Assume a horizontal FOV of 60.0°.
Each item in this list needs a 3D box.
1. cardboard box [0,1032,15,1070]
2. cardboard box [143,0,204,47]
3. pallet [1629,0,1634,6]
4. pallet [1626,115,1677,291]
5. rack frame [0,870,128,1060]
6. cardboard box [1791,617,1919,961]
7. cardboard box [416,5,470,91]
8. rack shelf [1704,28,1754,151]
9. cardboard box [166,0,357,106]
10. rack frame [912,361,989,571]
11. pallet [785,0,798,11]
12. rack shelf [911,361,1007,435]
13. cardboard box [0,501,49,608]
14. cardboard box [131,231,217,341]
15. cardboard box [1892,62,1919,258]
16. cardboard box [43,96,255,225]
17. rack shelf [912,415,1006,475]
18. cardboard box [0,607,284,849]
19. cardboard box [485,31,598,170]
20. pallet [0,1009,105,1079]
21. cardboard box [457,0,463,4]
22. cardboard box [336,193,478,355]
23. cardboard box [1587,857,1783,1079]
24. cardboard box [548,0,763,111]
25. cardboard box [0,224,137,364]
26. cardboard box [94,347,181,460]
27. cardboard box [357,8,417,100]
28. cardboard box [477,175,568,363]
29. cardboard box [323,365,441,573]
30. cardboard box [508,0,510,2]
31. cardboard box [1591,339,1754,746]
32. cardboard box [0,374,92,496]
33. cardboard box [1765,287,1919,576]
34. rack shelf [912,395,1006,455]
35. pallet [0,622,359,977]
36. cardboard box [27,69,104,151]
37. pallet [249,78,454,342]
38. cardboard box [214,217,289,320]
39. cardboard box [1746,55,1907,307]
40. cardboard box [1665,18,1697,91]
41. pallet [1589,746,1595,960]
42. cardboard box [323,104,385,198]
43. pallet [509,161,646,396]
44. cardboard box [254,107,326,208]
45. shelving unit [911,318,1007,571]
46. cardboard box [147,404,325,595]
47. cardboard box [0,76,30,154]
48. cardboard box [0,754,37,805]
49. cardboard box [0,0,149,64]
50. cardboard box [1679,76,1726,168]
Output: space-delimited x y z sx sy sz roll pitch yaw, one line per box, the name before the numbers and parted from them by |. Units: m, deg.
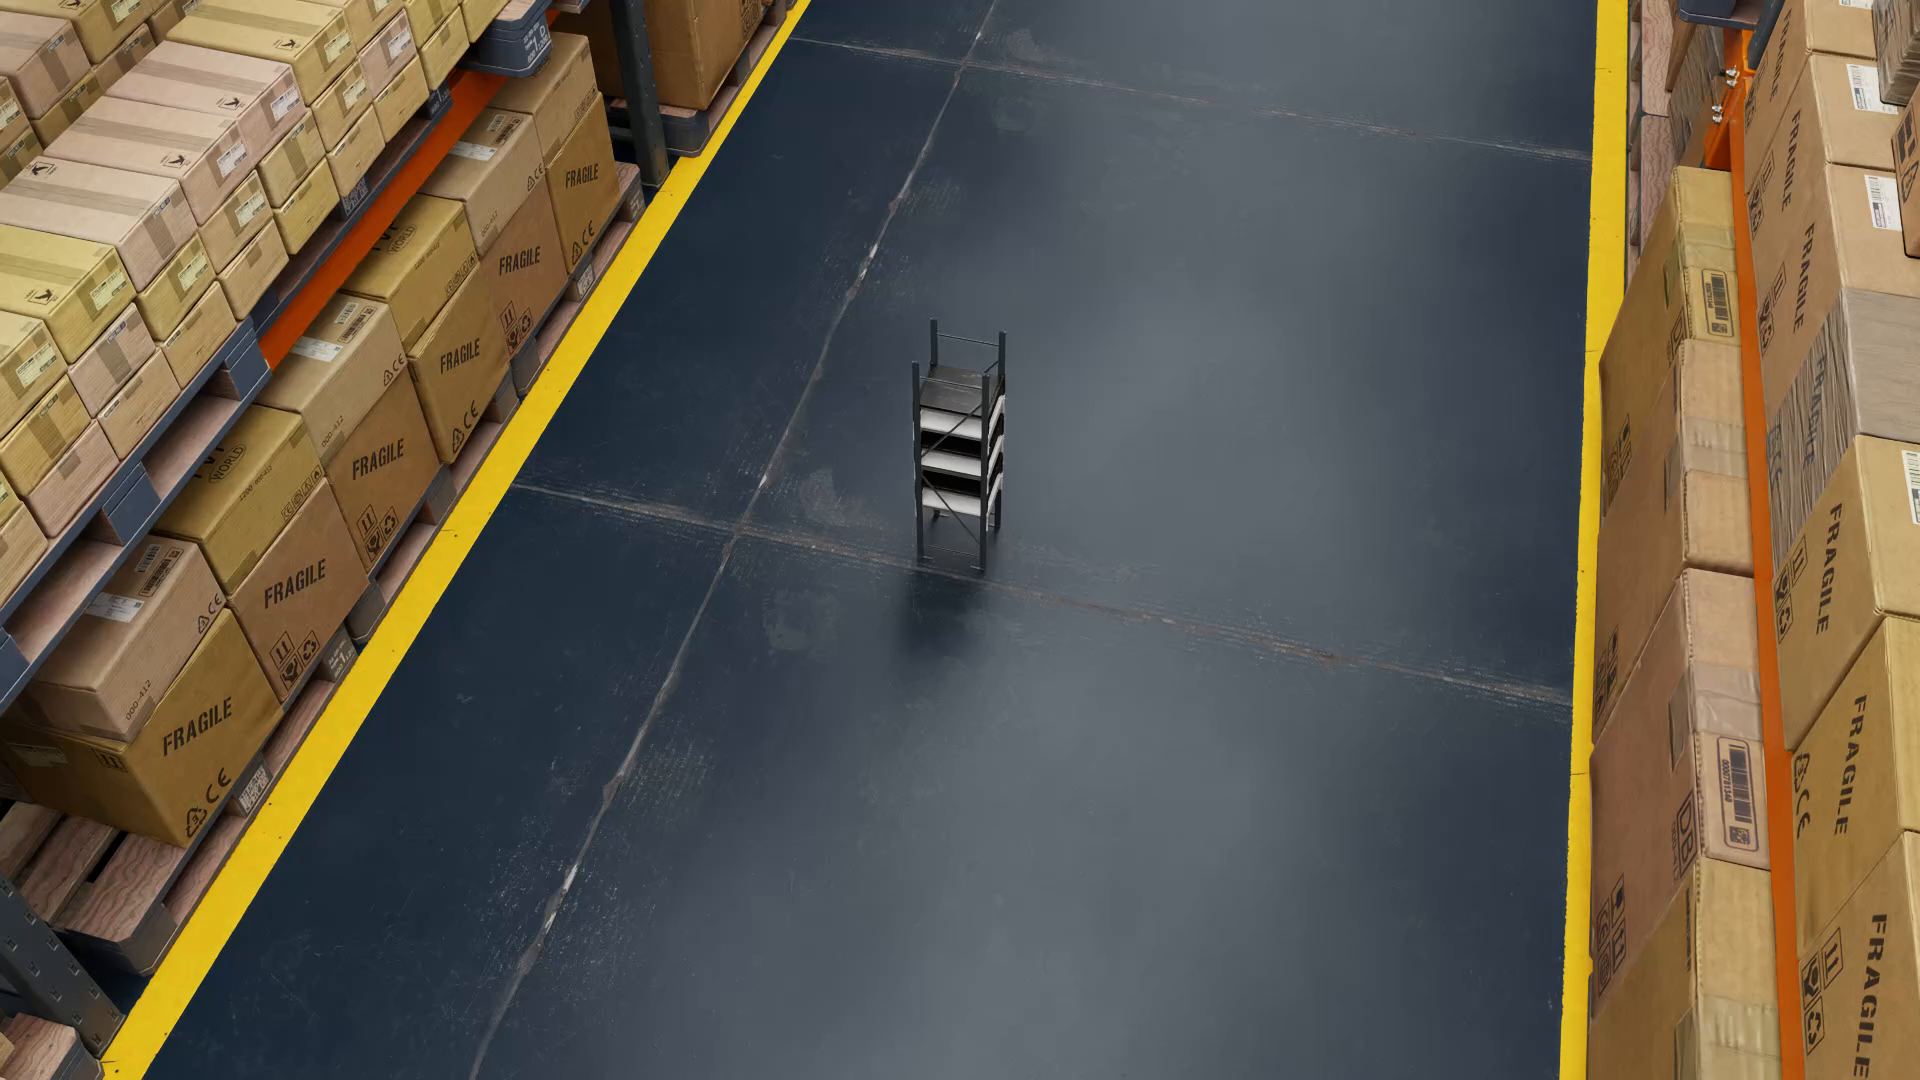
cardboard box | -2.570 1.269 4.053 0.380 0.149 0.250 12 50 11
cardboard box | -2.400 -1.534 4.792 0.380 0.149 0.250 11 50 10
pallet | 3.867 -2.976 8.236 1.003 0.211 1.213 12 50 10
pallet | 3.224 -1.211 6.678 1.003 0.211 1.213 12 50 10
rack frame | -2.794 0.272 3.509 1.000 3.000 0.127 12 50 10
cardboard box | 1.961 0.542 3.204 0.500 0.500 0.500 13 50 11
cardboard box | -1.700 -1.489 4.951 0.380 0.149 0.250 10 49 8
rack shelf | 3.544 -2.778 6.681 1.077 0.370 4.000 12 50 10
cardboard box | -1.840 -1.306 4.393 0.380 0.149 0.250 13 50 11
rack frame | -0.029 -0.218 5.343 0.240 0.900 0.006 12 50 10
pallet | -1.138 -3.133 8.375 1.003 0.211 1.213 12 50 10
rack shelf | -0.002 -0.449 5.230 0.258 0.077 0.200 12 50 10
cardboard box | -2.247 0.022 3.617 0.380 0.149 0.250 9 49 8
cardboard box | -2.045 -0.639 4.002 0.380 0.149 0.250 10 49 8
cardboard box | 2.635 -0.938 3.841 0.797 0.503 0.637 13 50 11
cardboard box | -1.974 -0.928 4.059 0.380 0.149 0.250 11 50 10
rack shelf | -0.002 -0.329 5.365 0.258 0.077 0.200 12 50 10
cardboard box | -2.344 0.478 4.714 0.500 0.500 0.500 13 50 11
cardboard box | -1.668 -1.635 6.079 0.500 0.250 0.500 11 49 9
pallet | -2.937 1.688 4.120 1.003 0.211 1.213 12 50 10
cardboard box | -1.634 -1.763 4.994 0.380 0.149 0.250 12 50 10
cardboard box | -1.940 -0.903 5.433 0.500 0.250 0.500 13 50 11
cardboard box | 2.114 1.421 3.632 1.225 0.875 0.875 12 50 10
cardboard box | -1.494 -2.438 7.122 1.050 0.750 0.750 11 49 10
cardboard box | -2.109 -0.562 3.736 0.380 0.149 0.250 12 50 10
cardboard box | -2.110 -0.360 3.954 0.380 0.149 0.250 12 50 10
cardboard box | -1.769 -1.395 4.669 0.380 0.149 0.250 13 50 11
cardboard box | -1.803 -1.031 6.046 0.500 0.500 0.500 13 50 12
cardboard box | -2.081 -0.286 5.389 0.500 0.500 0.500 12 50 11
cardboard box | -1.562 -1.864 5.282 0.380 0.149 0.250 12 50 11
cardboard box | 2.573 0.133 4.769 1.225 0.875 0.875 12 50 10
cardboard box | -2.180 -0.264 3.672 0.380 0.149 0.250 11 49 9
cardboard box | 2.228 -0.198 3.858 0.500 0.500 0.500 12 50 10
rack shelf | -0.002 -0.389 5.297 0.258 0.077 0.200 12 50 10
pallet | -2.591 0.631 5.052 1.003 0.211 1.213 12 50 10
cardboard box | -2.536 -1.163 4.465 0.380 0.149 0.250 12 50 10
pallet | -2.223 -1.118 4.864 1.003 0.211 1.213 12 50 10
cardboard box | -1.976 -0.725 4.277 0.380 0.149 0.250 10 49 8
cardboard box | 2.493 -0.931 4.504 0.500 0.500 0.500 10 49 9
cardboard box | 3.451 -2.191 7.057 0.700 0.500 0.500 15 50 13
pallet | 2.414 0.789 4.913 1.003 0.211 1.213 12 50 10
cardboard box | -1.839 -1.105 4.612 0.380 0.149 0.250 10 49 8
pallet | -1.948 -1.133 6.610 1.003 0.211 1.213 12 50 10
cardboard box | -1.906 -1.026 4.344 0.380 0.149 0.250 11 49 9
shelving unit | -0.002 -0.292 5.407 0.258 0.900 0.210 12 50 10
cardboard box | -2.207 -0.156 4.774 0.500 0.250 0.500 13 50 11
cardboard box | -2.600 -1.057 4.173 0.380 0.149 0.250 10 49 9
cardboard box | -2.842 0.375 4.805 0.500 0.500 0.500 11 49 9
cardboard box | -2.463 -1.447 4.517 0.380 0.149 0.250 11 49 10
cardboard box | 3.174 -1.376 6.338 0.700 0.500 0.500 9 49 8
